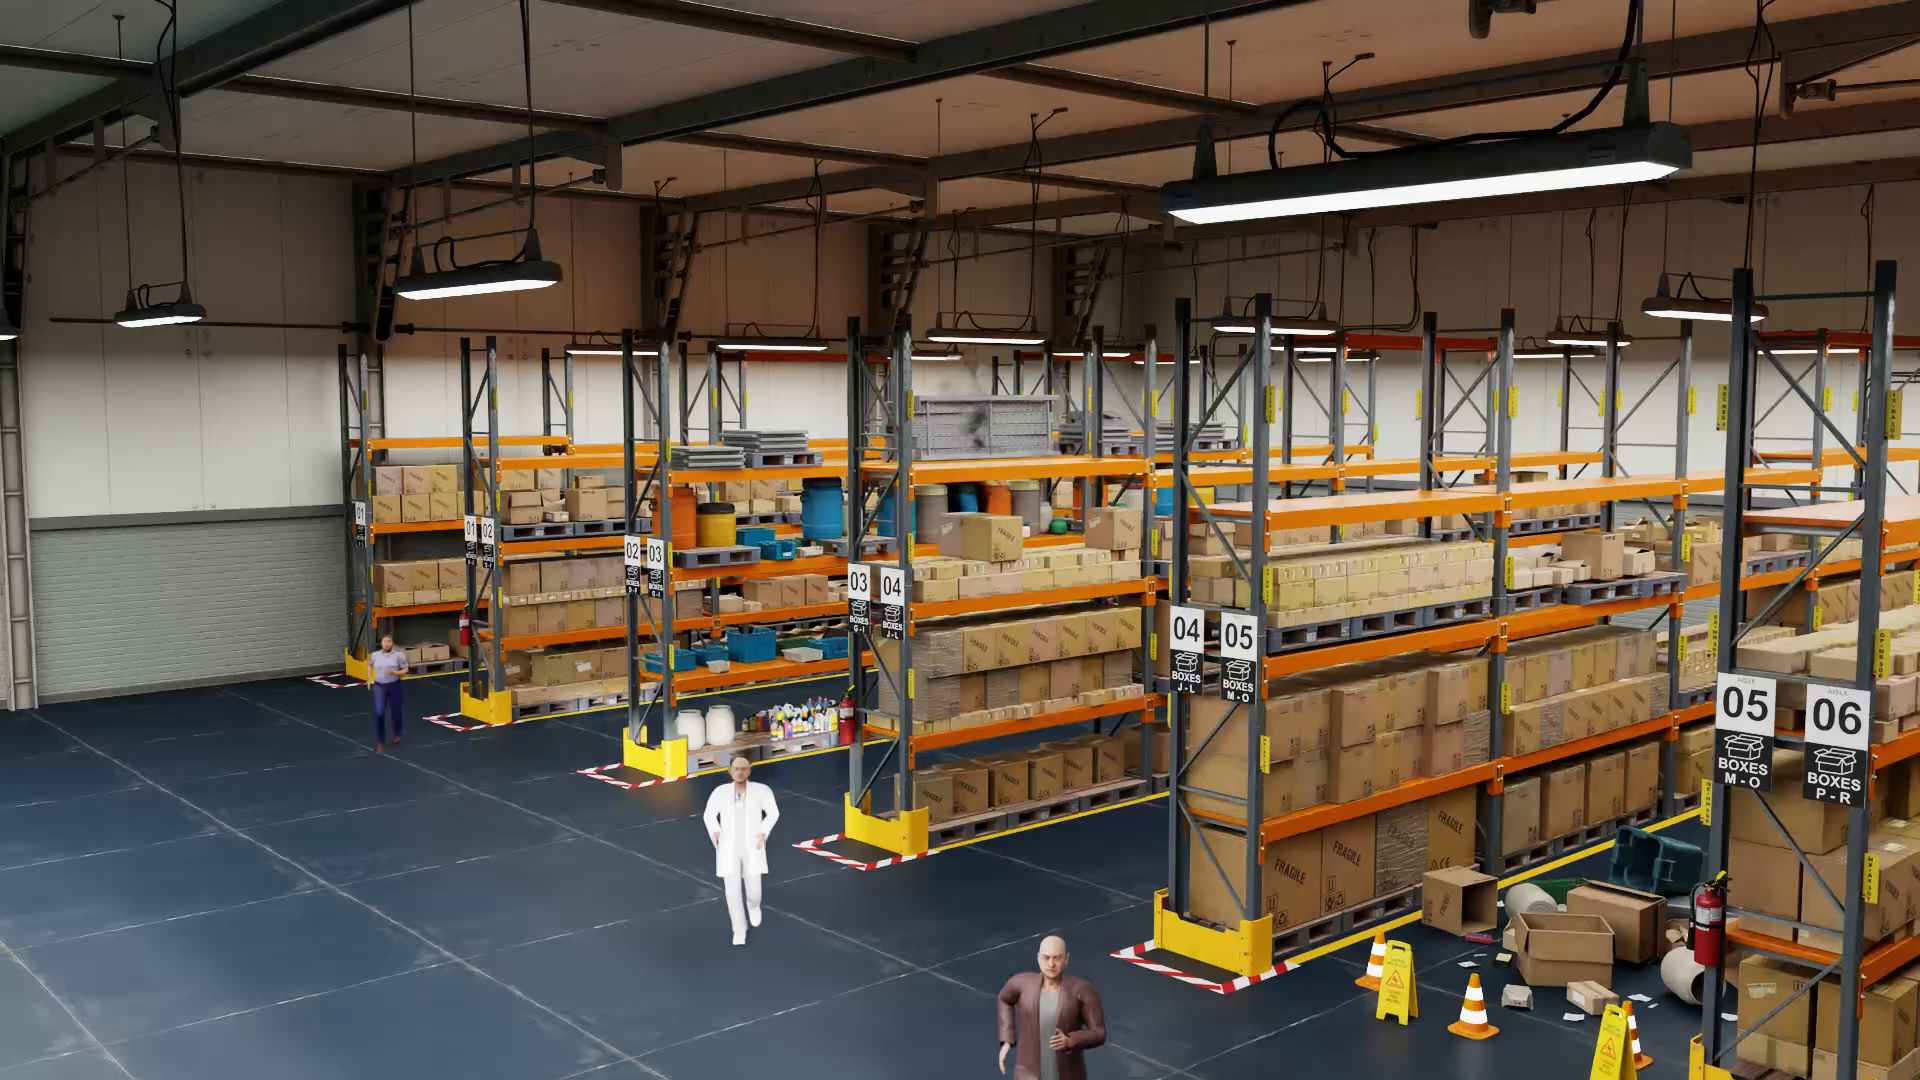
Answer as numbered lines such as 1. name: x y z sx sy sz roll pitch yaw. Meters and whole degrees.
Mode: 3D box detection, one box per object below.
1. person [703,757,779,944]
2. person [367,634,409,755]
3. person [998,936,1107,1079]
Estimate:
1. person: -2.063 2.900 15.658 0.707 1.724 0.668 0 5 -3
2. person: -8.240 2.203 23.973 0.582 1.711 0.765 -2 5 -17
3. person: 0.557 3.351 10.293 0.669 1.839 0.895 0 5 4
